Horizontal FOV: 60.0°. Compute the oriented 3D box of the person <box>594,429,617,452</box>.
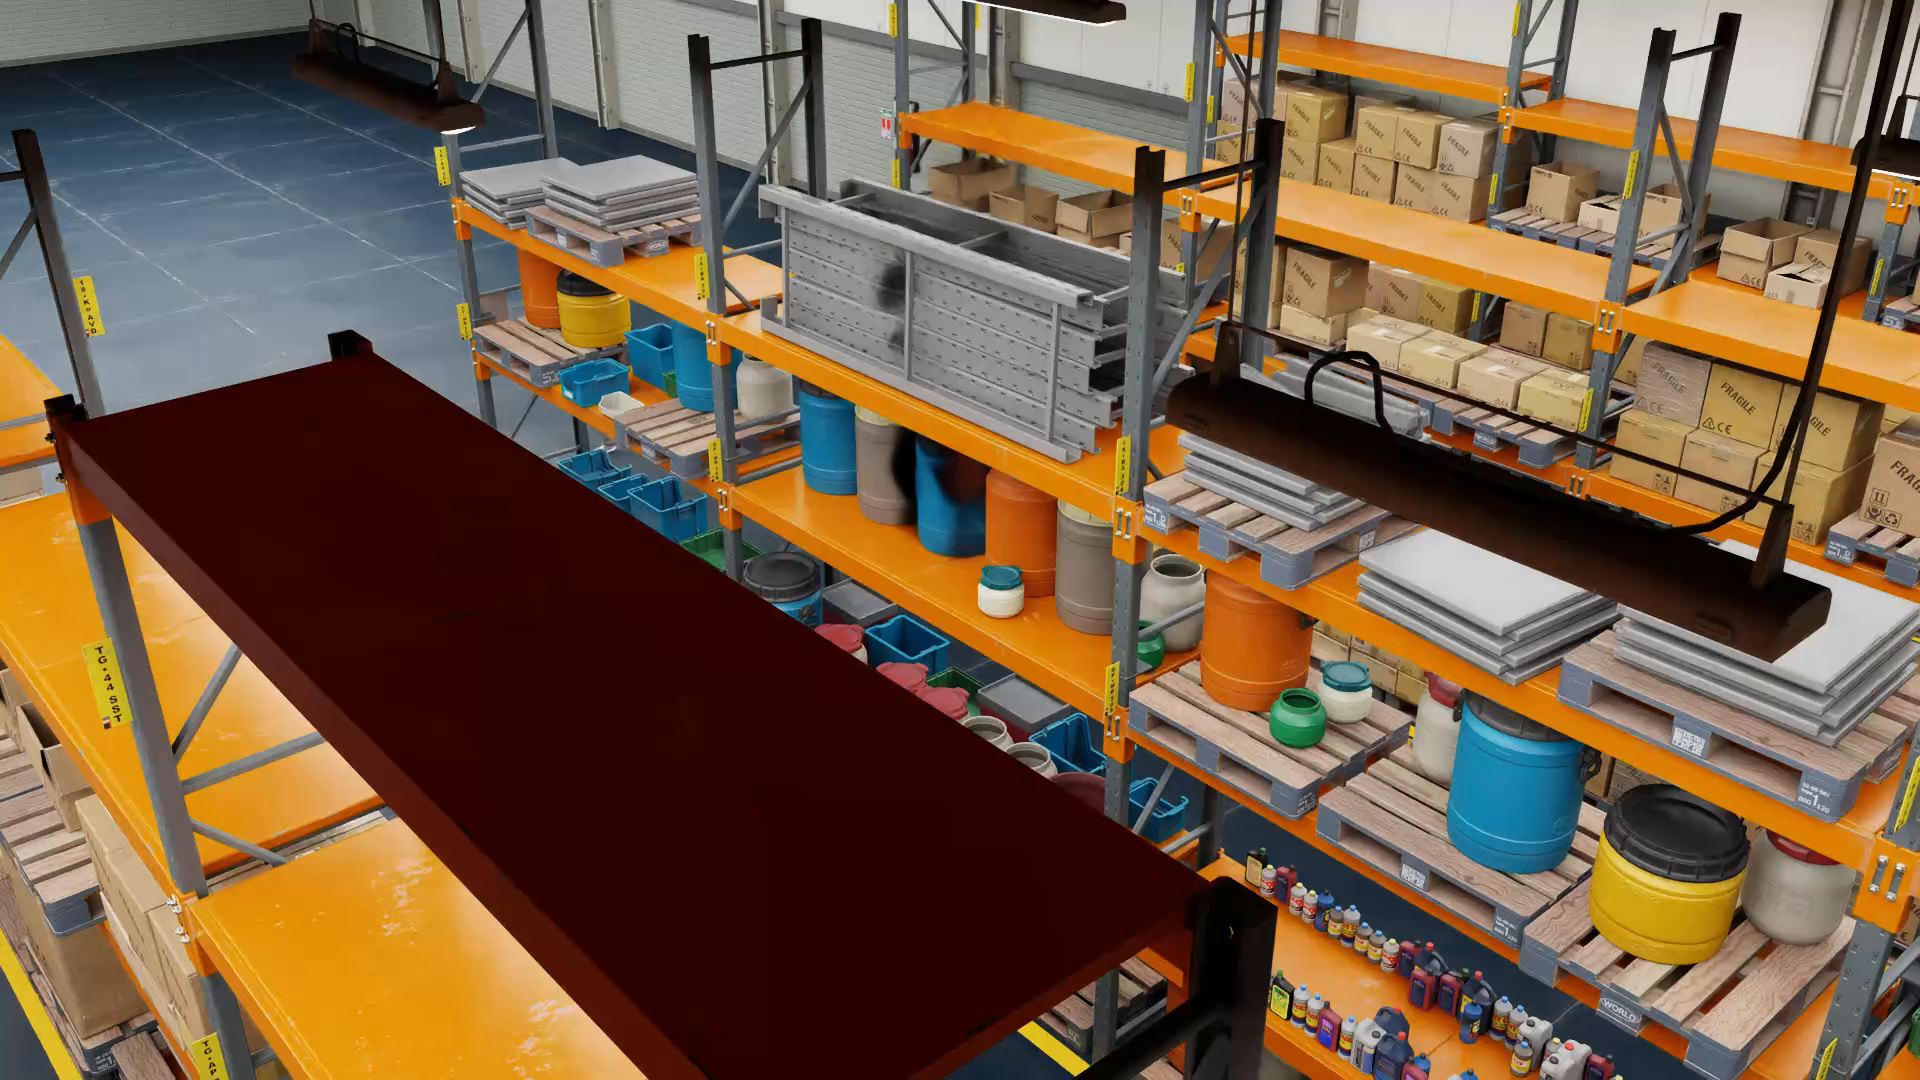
[{"bbox_3d":[-4.183,-1.733,19.289,0.521,1.557,0.544,-9,28,-18],"label":"person"}]
